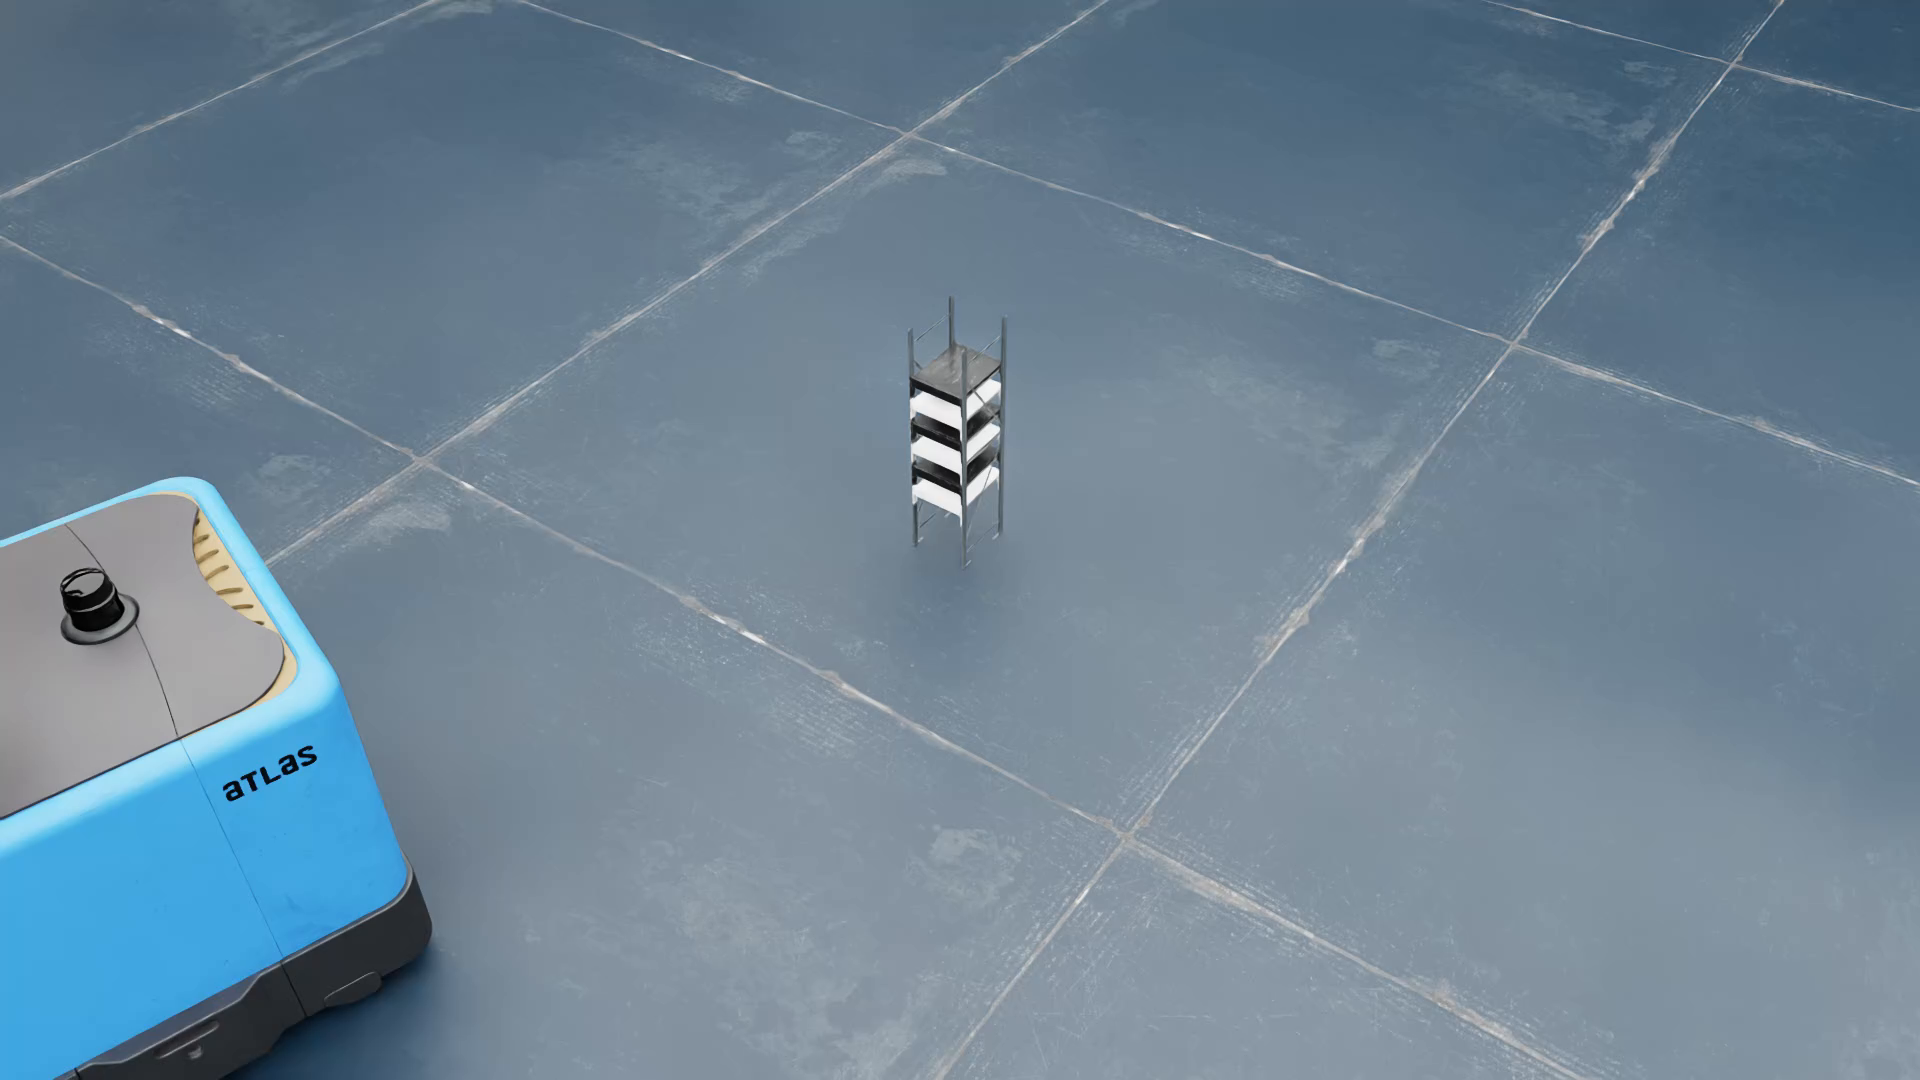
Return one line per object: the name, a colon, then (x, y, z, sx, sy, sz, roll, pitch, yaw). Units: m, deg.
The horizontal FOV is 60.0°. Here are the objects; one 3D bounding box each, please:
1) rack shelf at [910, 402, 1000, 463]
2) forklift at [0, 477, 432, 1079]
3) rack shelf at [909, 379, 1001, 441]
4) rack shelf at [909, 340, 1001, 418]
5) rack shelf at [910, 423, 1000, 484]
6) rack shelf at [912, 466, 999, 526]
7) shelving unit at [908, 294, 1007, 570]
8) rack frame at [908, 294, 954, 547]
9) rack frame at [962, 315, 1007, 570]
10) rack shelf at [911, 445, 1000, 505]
rack shelf: (-0.007, -0.381, 5.416, 0.200, 0.077, 0.258, 25, 48, 25)
forklift: (-2.899, 0.365, 3.144, 3.031, 2.935, 1.130, -27, 48, -27)
rack shelf: (-0.007, -0.448, 5.356, 0.200, 0.077, 0.258, 25, 48, 25)
rack shelf: (-0.007, -0.515, 5.296, 0.200, 0.077, 0.258, 25, 48, 25)
rack shelf: (-0.007, -0.314, 5.476, 0.200, 0.077, 0.258, 25, 48, 25)
rack shelf: (-0.007, -0.179, 5.596, 0.200, 0.077, 0.258, 25, 48, 25)
shelving unit: (-0.007, -0.338, 5.453, 0.210, 0.900, 0.258, 25, 48, 25)
rack frame: (-0.090, -0.377, 5.497, 0.006, 0.900, 0.240, 25, 48, 25)
rack frame: (0.077, -0.300, 5.410, 0.006, 0.900, 0.240, 25, 48, 25)
rack shelf: (-0.007, -0.247, 5.536, 0.200, 0.077, 0.258, 25, 48, 25)
